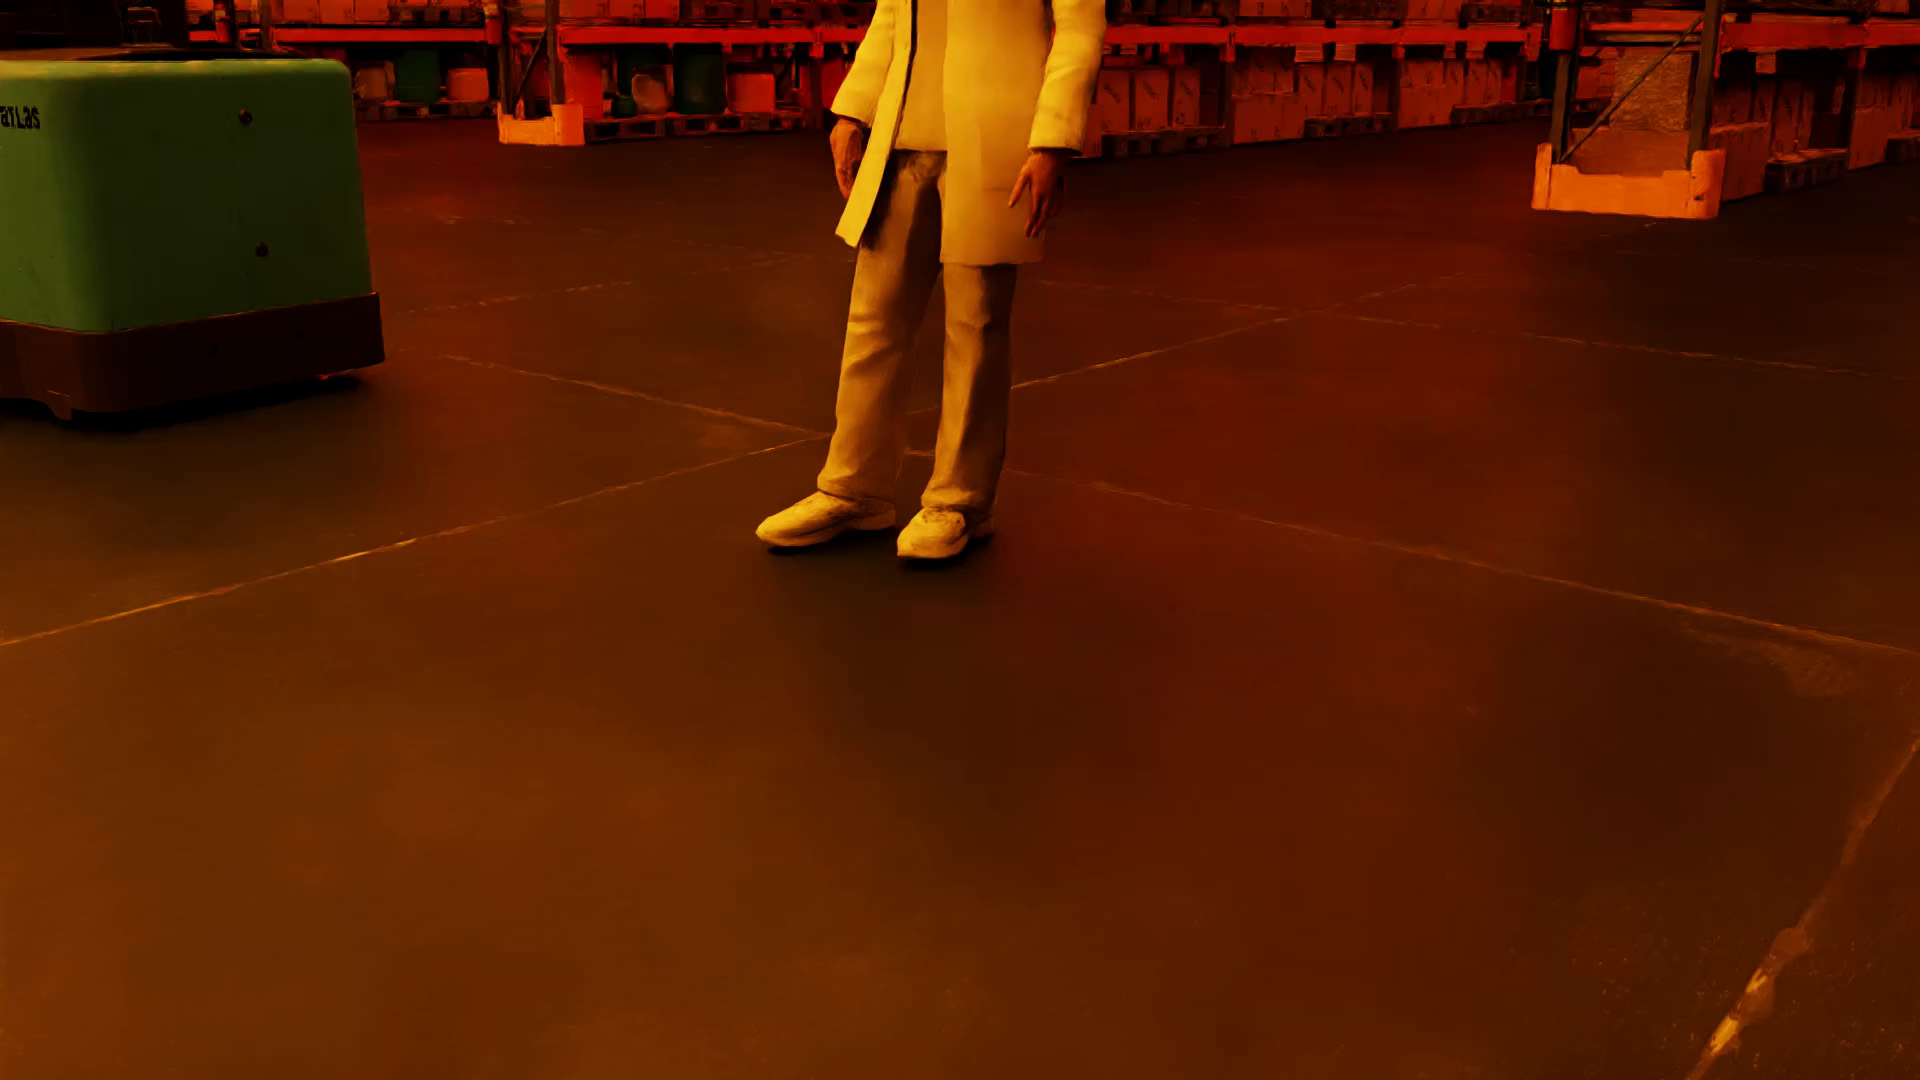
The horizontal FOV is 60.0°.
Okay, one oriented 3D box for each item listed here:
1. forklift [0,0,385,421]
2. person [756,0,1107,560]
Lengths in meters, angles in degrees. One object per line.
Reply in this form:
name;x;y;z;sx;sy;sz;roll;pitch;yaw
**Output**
forklift;-3.486;-2.071;5.719;3.031;2.935;1.130;11;20;32
person;-0.062;-0.838;3.617;0.694;1.776;0.579;13;21;37
